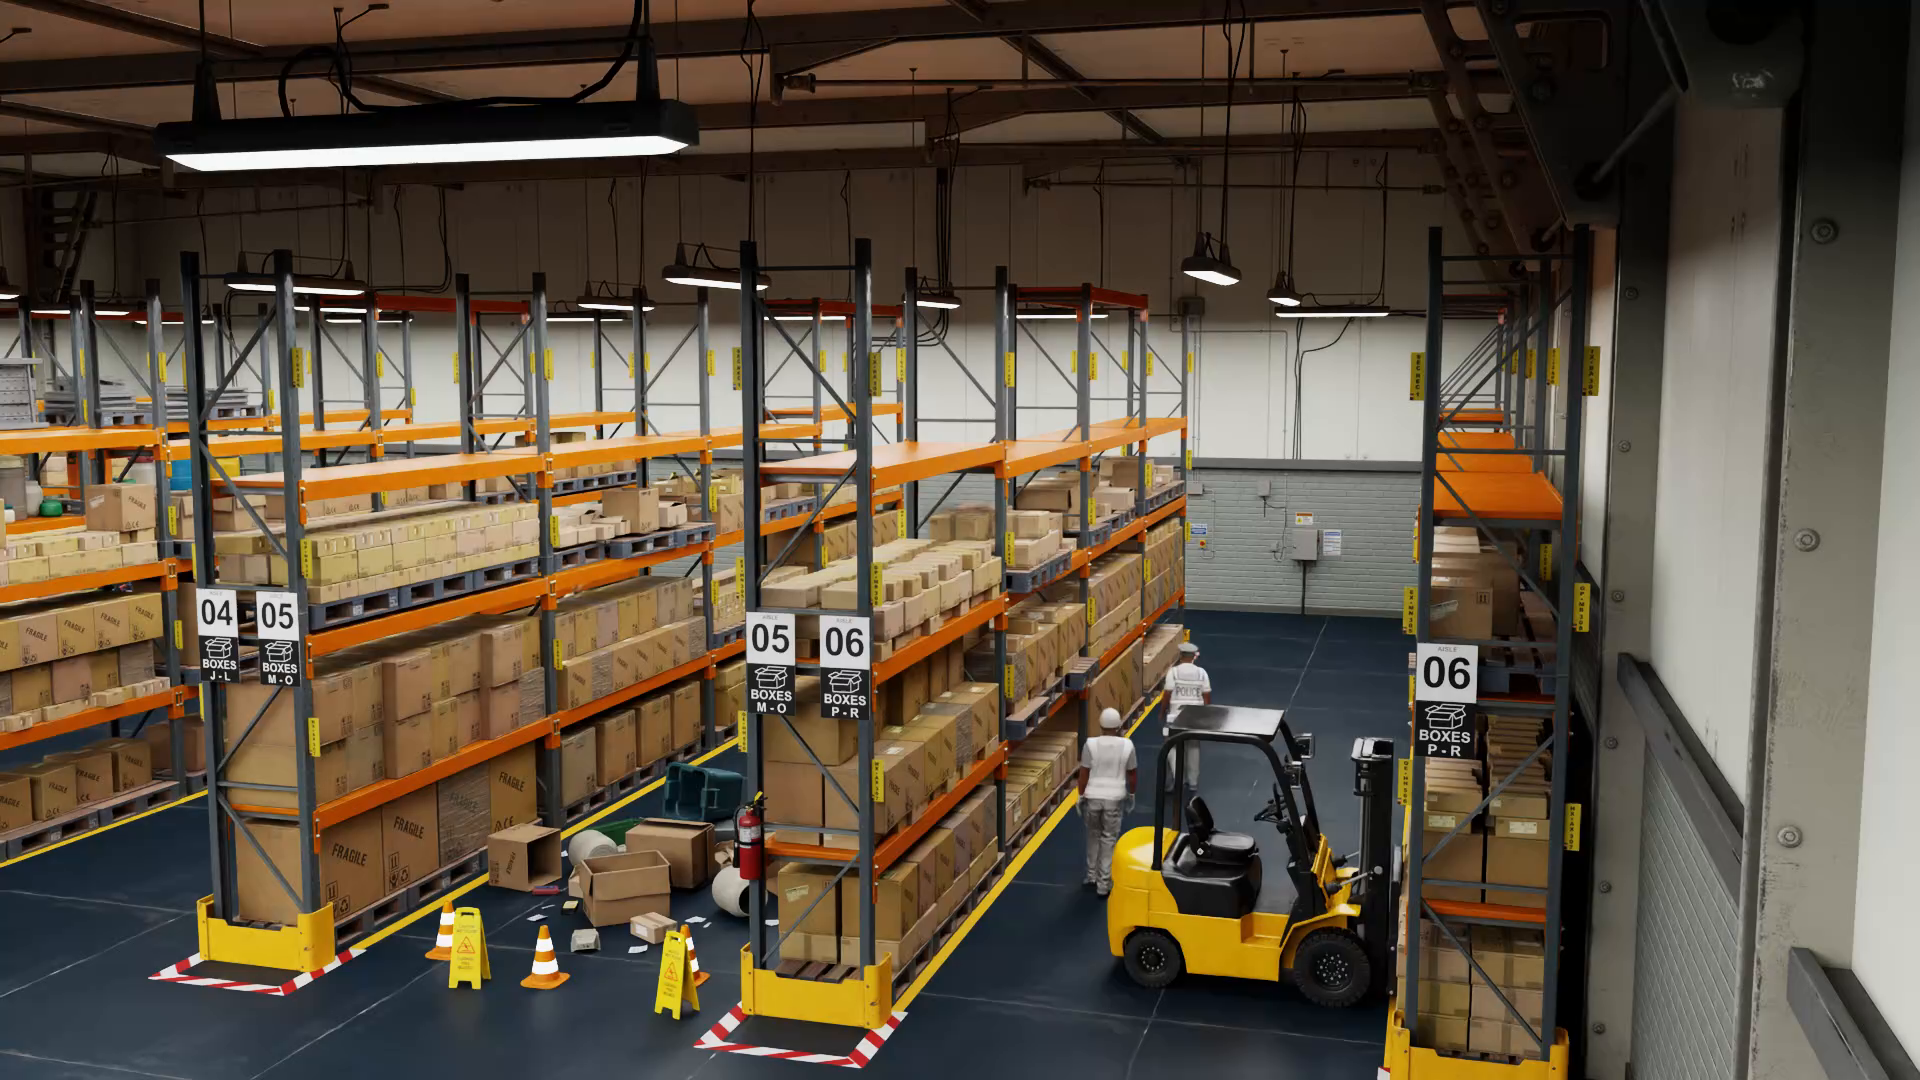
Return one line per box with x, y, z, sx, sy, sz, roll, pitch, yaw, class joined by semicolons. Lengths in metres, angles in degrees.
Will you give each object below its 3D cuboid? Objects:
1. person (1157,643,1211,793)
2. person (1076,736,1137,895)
2.680;2.121;19.665;0.610;1.735;0.619;-1;6;-8;person
1.412;2.649;16.028;0.565;1.566;0.563;1;7;12;person
